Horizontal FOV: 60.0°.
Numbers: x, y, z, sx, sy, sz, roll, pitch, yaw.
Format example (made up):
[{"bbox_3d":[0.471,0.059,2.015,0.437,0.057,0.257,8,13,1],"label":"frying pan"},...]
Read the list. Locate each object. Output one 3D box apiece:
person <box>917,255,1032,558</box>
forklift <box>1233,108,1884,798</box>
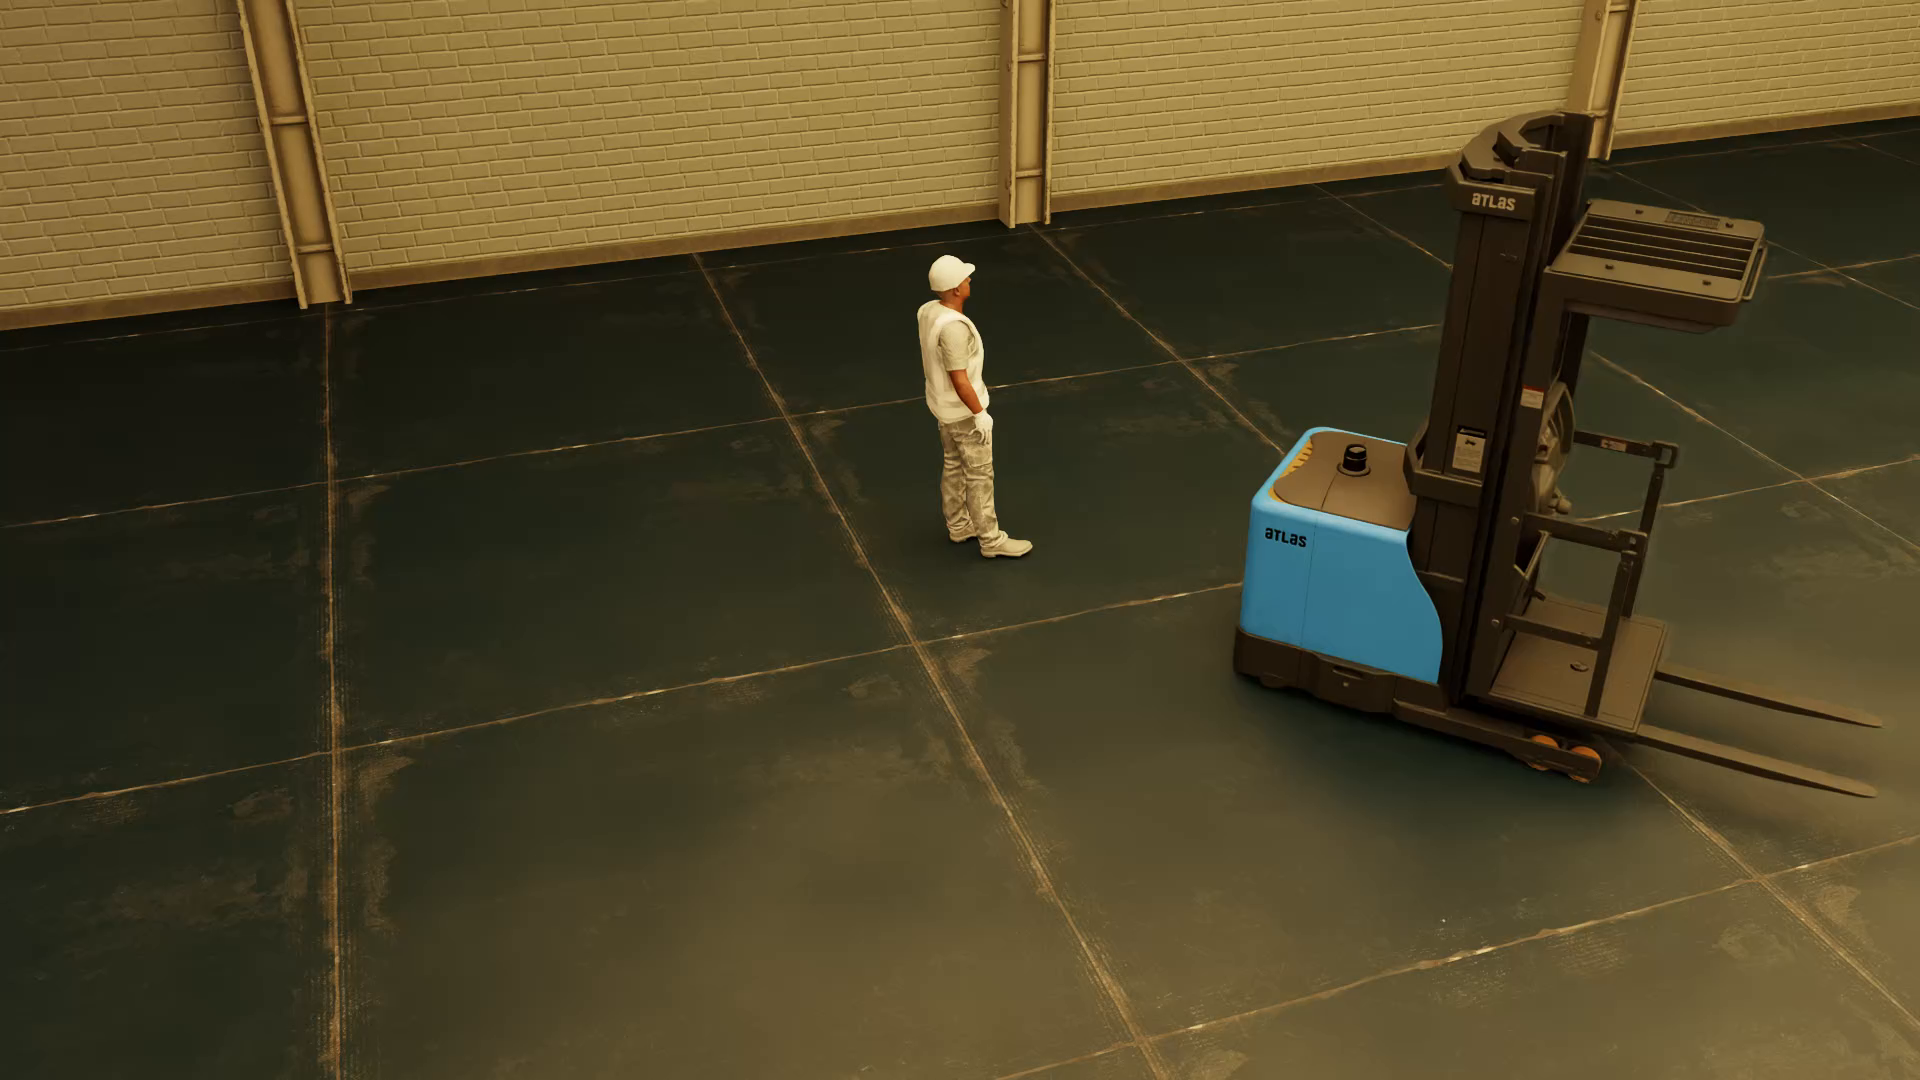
[{"bbox_3d":[0.071,-0.787,9.591,0.577,1.781,0.656,-10,31,-16],"label":"person"},{"bbox_3d":[2.982,-0.411,7.801,3.031,2.935,1.130,15,33,24],"label":"forklift"}]
